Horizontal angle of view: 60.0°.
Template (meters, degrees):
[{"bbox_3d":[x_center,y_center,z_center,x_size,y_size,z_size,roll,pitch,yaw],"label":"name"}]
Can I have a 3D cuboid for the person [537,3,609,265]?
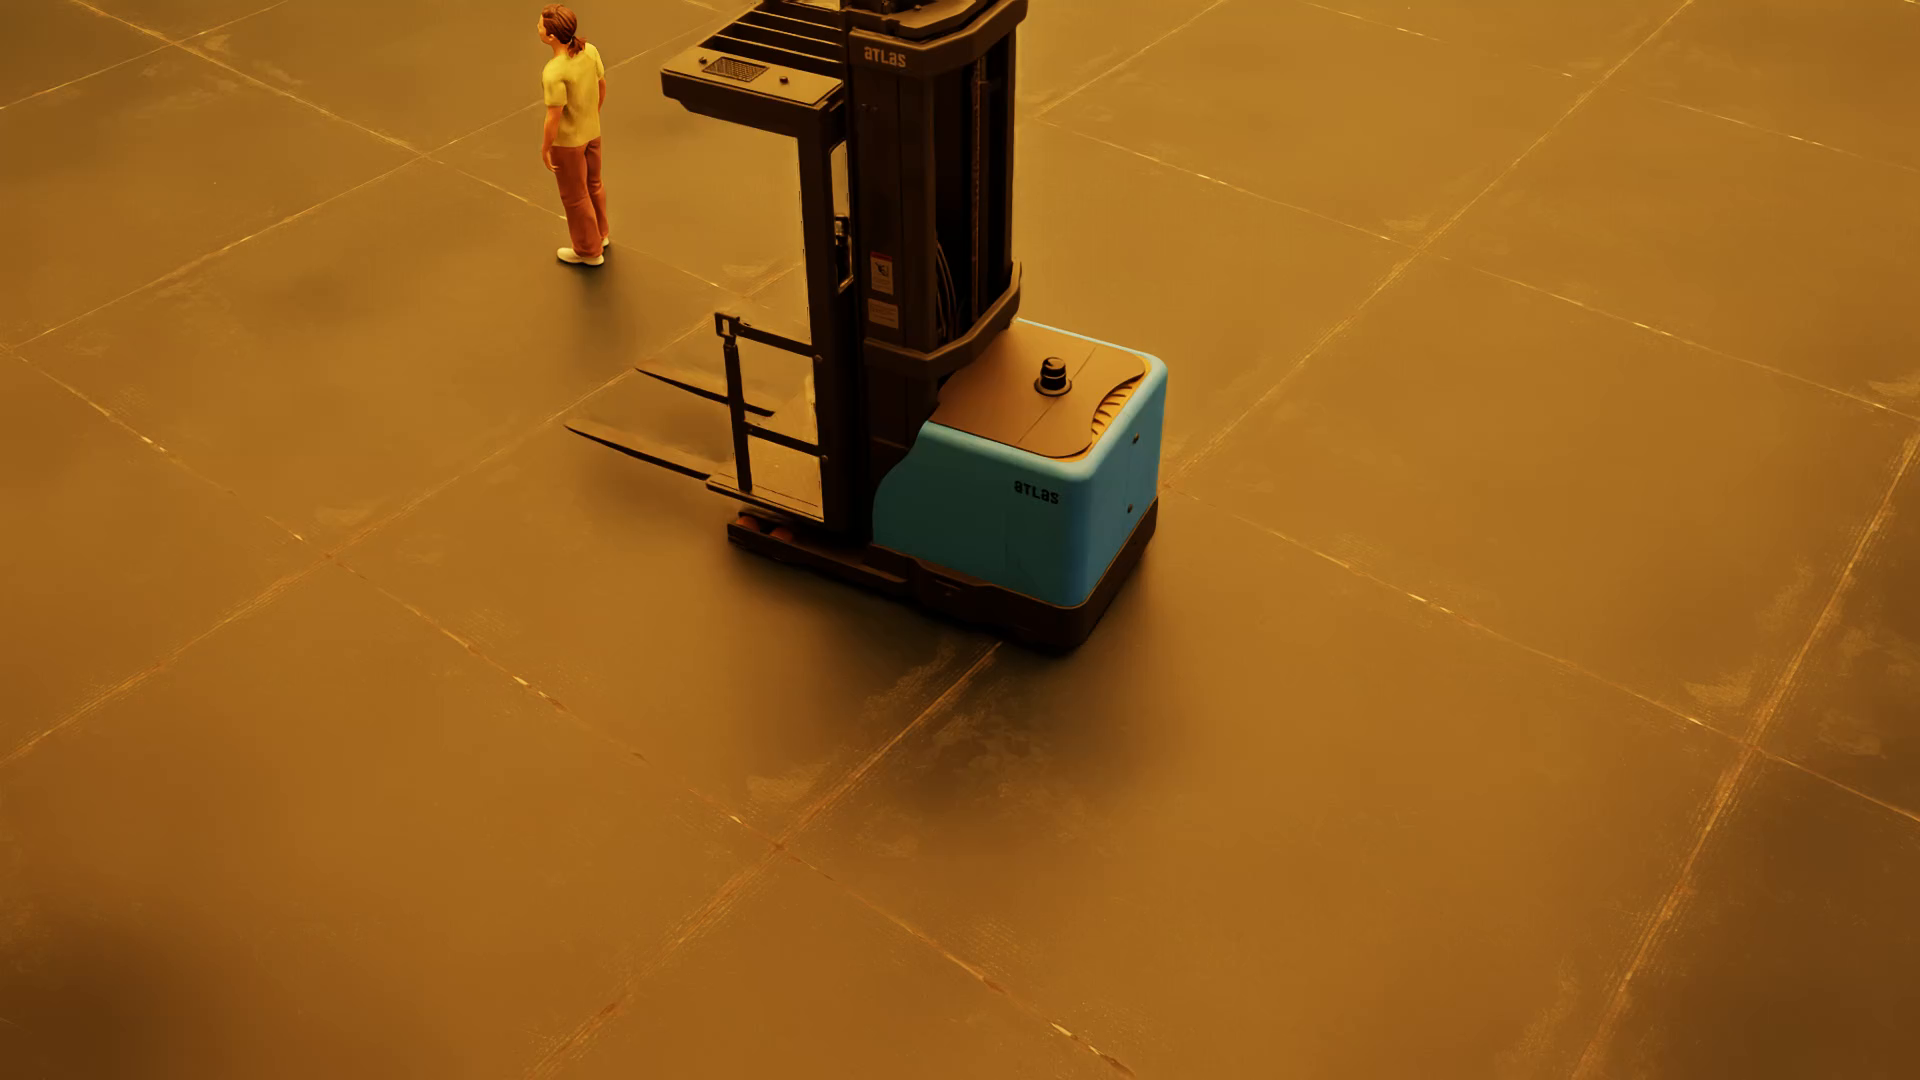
[{"bbox_3d":[-2.336,-2.390,9.837,0.544,1.676,0.548,19,44,21],"label":"person"}]

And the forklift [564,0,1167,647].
[{"bbox_3d":[-0.578,-1.296,7.594,3.031,2.935,1.130,18,44,20],"label":"forklift"}]
